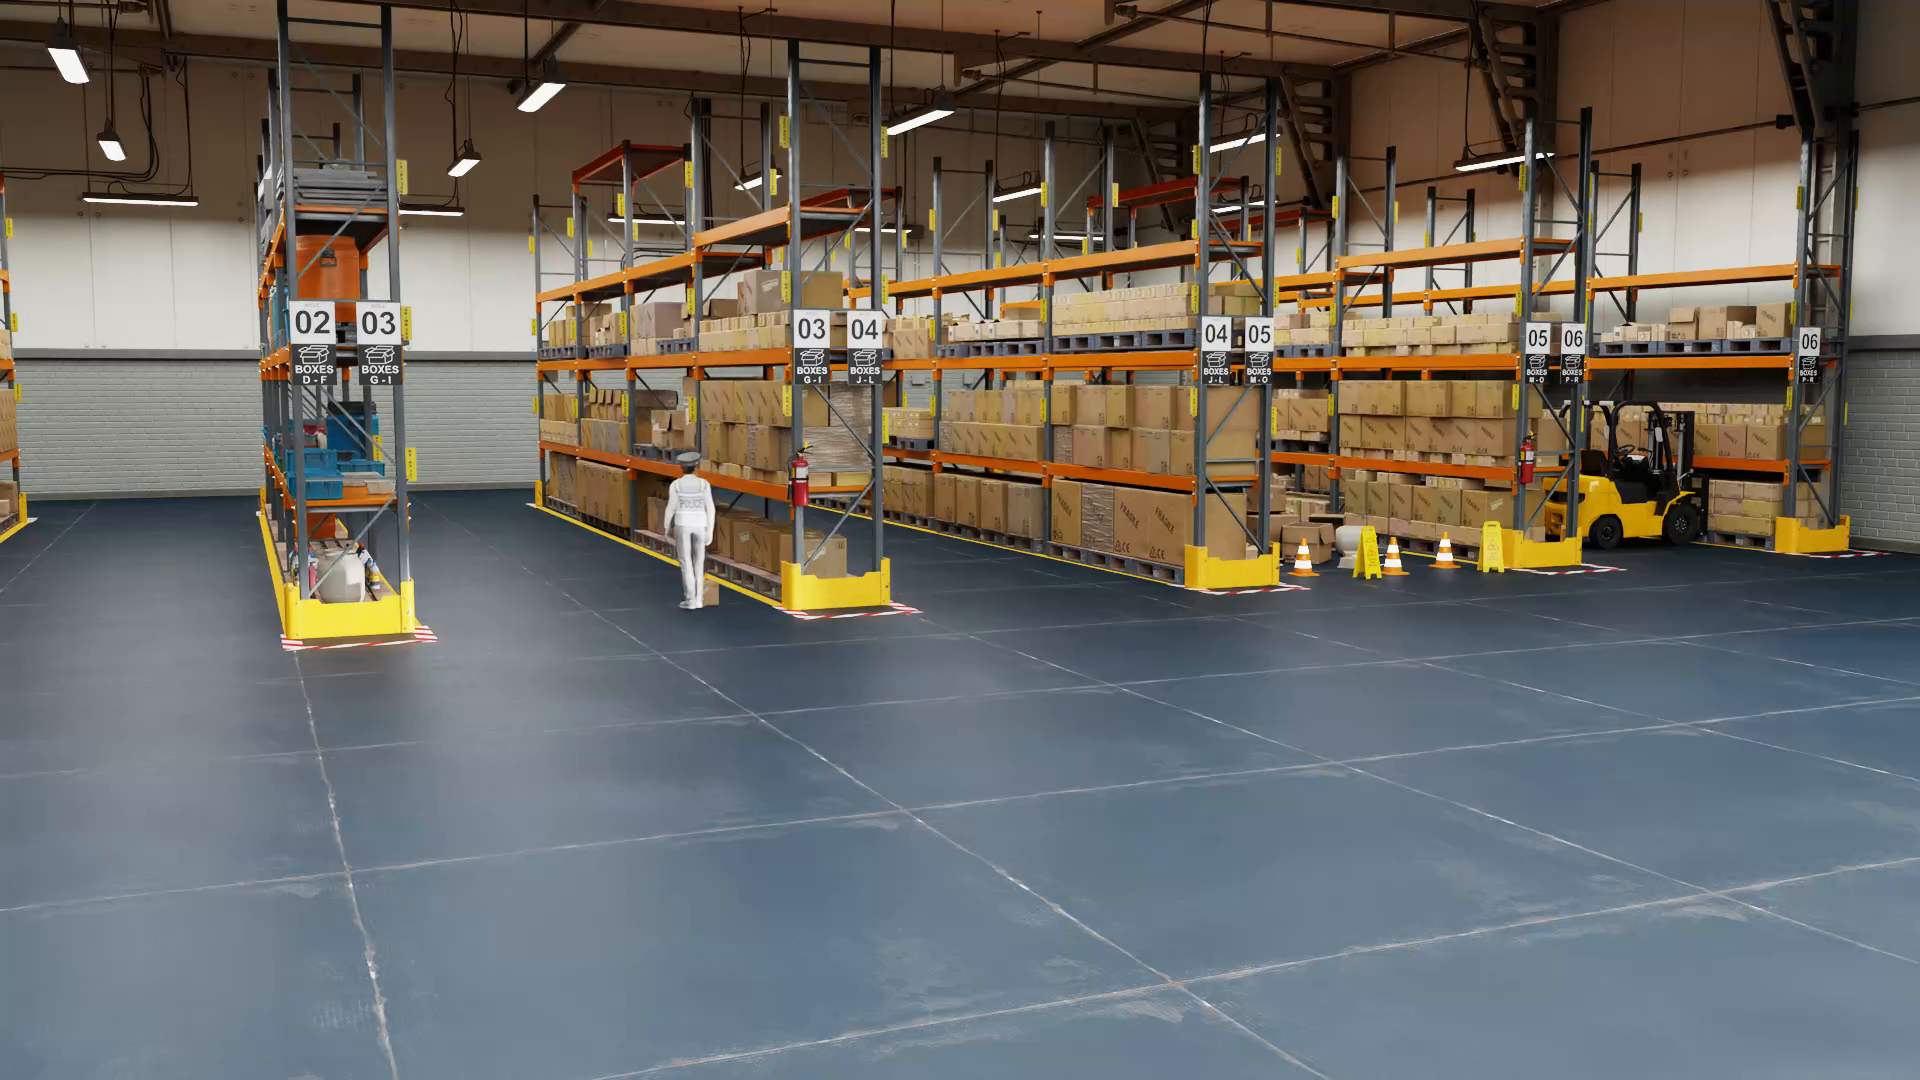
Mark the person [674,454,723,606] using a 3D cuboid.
[{"bbox_3d":[-2.804,-0.096,17.832,0.515,1.661,0.700,-1,6,-8],"label":"person"}]
